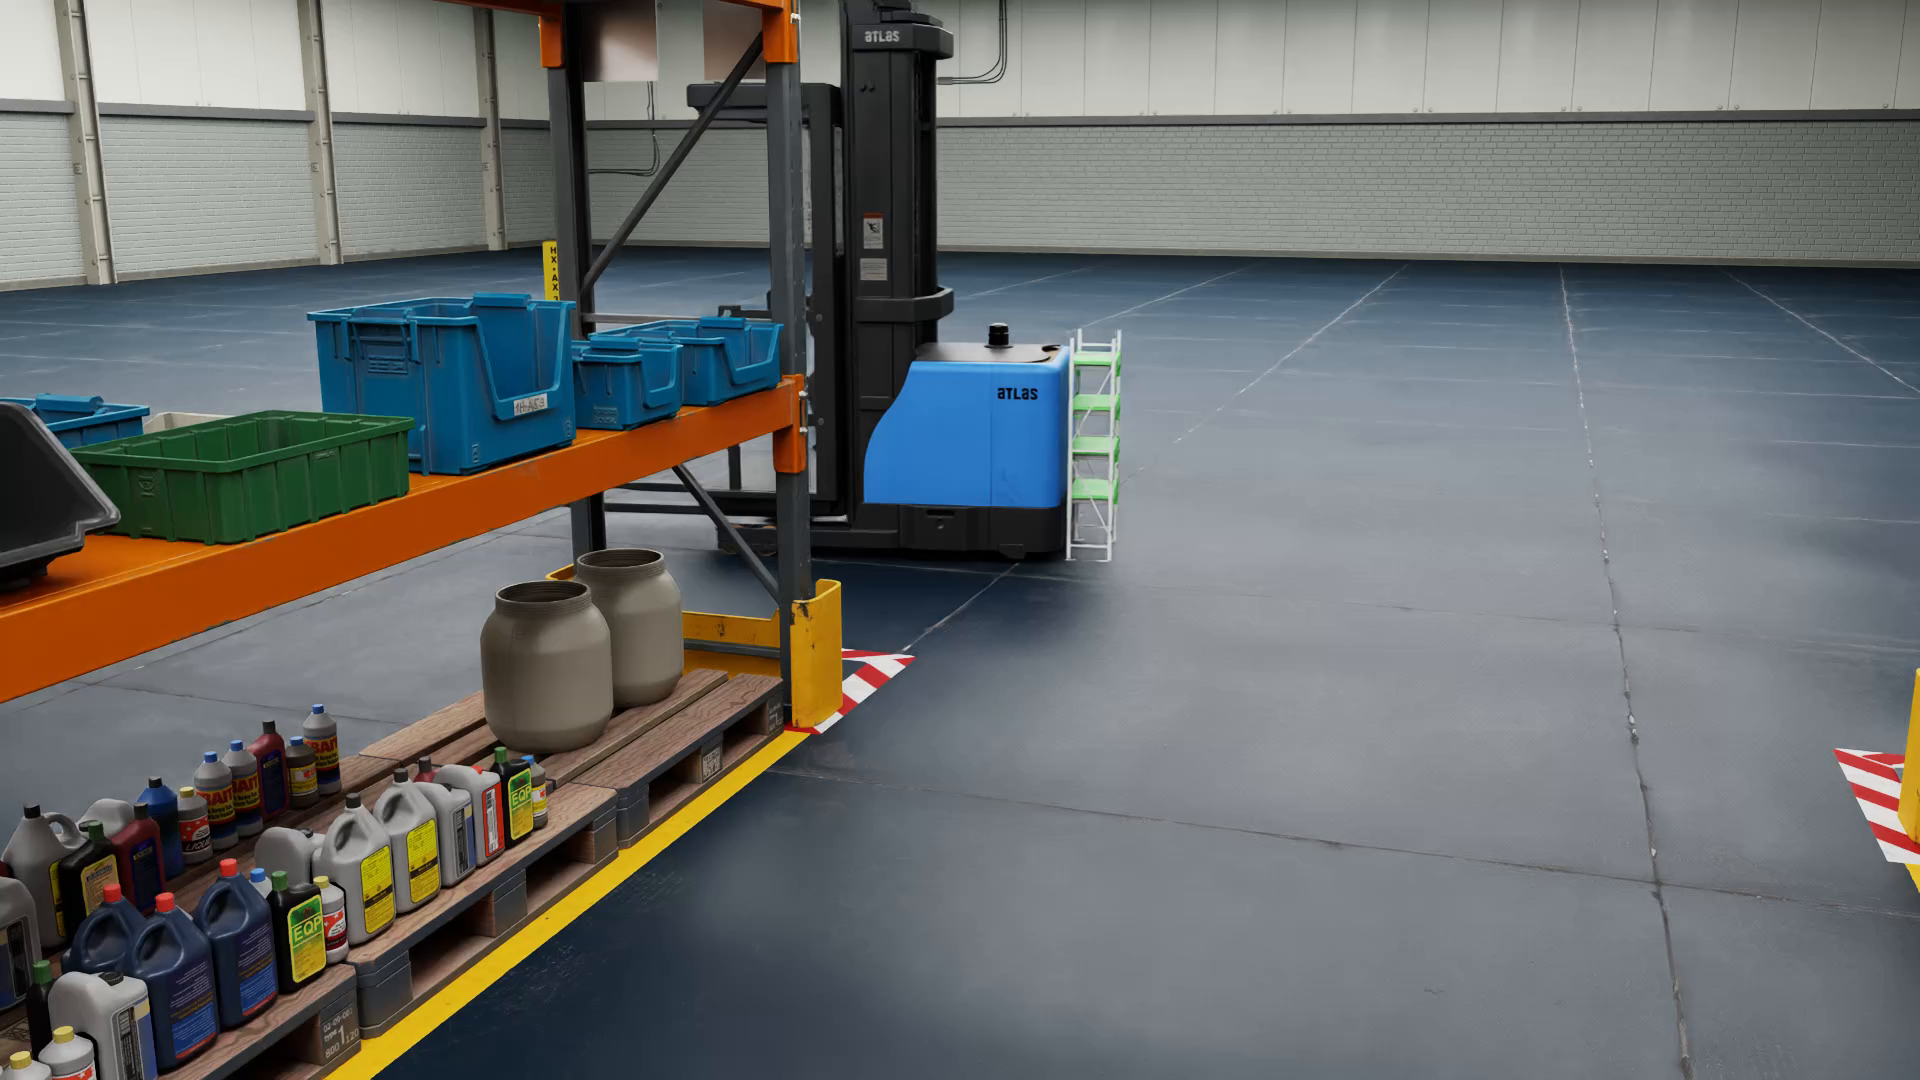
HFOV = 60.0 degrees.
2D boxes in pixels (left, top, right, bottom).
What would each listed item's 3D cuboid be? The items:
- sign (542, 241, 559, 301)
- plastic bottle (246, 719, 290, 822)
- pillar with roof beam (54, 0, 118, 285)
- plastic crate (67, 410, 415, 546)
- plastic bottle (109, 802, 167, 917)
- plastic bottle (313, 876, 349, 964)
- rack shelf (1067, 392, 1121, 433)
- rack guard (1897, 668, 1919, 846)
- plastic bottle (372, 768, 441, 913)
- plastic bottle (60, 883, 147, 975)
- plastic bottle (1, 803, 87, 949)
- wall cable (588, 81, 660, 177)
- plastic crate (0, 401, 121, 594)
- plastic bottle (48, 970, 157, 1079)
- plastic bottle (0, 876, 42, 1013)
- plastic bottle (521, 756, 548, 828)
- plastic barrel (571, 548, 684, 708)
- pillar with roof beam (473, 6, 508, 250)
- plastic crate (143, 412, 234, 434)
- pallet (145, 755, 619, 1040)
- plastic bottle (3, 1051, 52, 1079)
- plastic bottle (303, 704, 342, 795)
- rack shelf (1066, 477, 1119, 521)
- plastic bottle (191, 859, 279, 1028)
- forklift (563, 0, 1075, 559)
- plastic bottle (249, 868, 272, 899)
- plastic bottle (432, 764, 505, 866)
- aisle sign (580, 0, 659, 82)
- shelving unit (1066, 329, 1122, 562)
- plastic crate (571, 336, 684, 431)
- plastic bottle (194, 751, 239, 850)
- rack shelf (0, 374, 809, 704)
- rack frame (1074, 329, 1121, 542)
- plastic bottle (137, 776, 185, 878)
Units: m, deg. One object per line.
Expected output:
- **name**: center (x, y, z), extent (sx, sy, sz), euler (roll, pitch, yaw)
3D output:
- **sign**: center (-1.596, -1.014, 6.567), extent (0.100, 0.325, 0.005), euler (4, 14, 18)
- **plastic bottle**: center (-2.049, 0.677, 4.896), extent (0.061, 0.283, 0.133), euler (5, 14, 19)
- **pillar with roof beam**: center (-11.019, -8.588, 26.892), extent (9.100, 9.000, 0.400), euler (4, 14, 18)
- **plastic crate**: center (-1.665, -0.158, 3.917), extent (0.450, 0.188, 0.662), euler (4, 14, 18)
- **plastic bottle**: center (-2.111, 0.823, 4.259), extent (0.061, 0.283, 0.133), euler (4, 14, 18)
- **plastic bottle**: center (-1.542, 0.916, 4.034), extent (0.097, 0.201, 0.097), euler (0, 13, 0)
- **rack shelf**: center (0.734, -0.696, 9.050), extent (0.258, 0.148, 0.480), euler (2, 13, 8)
- **rack guard**: center (3.617, 0.733, 5.154), extent (1.175, 0.500, 0.348), euler (4, 14, 18)
- **plastic bottle**: center (-1.458, 0.772, 4.327), extent (0.144, 0.351, 0.185), euler (5, 14, 21)
- **plastic bottle**: center (-1.853, 0.930, 3.635), extent (0.144, 0.351, 0.185), euler (4, 14, 18)
- **plastic bottle**: center (-2.269, 0.816, 4.136), extent (0.144, 0.351, 0.185), euler (4, 14, 18)
- **wall cable**: center (-9.005, -10.436, 41.966), extent (3.097, 2.526, 0.112), euler (4, 14, 18)
- **plastic crate**: center (-2.081, -0.067, 3.180), extent (0.767, 0.338, 0.504), euler (4, 14, 18)
- **plastic bottle**: center (-1.774, 1.012, 3.447), extent (0.152, 0.276, 0.135), euler (5, 14, 20)
- **plastic bottle**: center (-2.225, 0.926, 3.823), extent (0.152, 0.276, 0.135), euler (4, 14, 18)
- **plastic bottle**: center (-1.256, 0.730, 4.850), extent (0.097, 0.201, 0.097), euler (0, 13, 0)
- **plastic barrel**: center (-1.217, 0.314, 6.019), extent (0.421, 0.512, 0.421), euler (0, 13, 0)
- **pillar with roof beam**: center (-7.136, -11.115, 37.962), extent (9.100, 9.000, 0.400), euler (4, 14, 18)
- **plastic crate**: center (-2.085, -0.228, 4.337), extent (0.530, 0.136, 0.437), euler (4, 14, 18)
- **pallet**: center (-1.721, 0.967, 4.776), extent (1.003, 0.211, 1.213), euler (4, 14, 18)
- **plastic bottle**: center (-1.820, 1.097, 3.242), extent (0.097, 0.201, 0.097), euler (0, 13, 0)
- **plastic bottle**: center (-1.958, 0.637, 5.100), extent (0.097, 0.271, 0.097), euler (0, 13, 0)
- **rack shelf**: center (0.733, -0.228, 9.157), extent (0.258, 0.148, 0.480), euler (2, 13, 8)
- **plastic bottle**: center (-1.656, 0.901, 3.764), extent (0.144, 0.351, 0.185), euler (4, 13, 16)
- **forklift**: center (-0.890, -1.455, 9.274), extent (3.031, 2.935, 1.130), euler (2, 13, 8)
- **plastic bottle**: center (-1.644, 0.906, 3.920), extent (0.097, 0.271, 0.097), euler (0, 13, 0)
- **plastic bottle**: center (-1.363, 0.744, 4.618), extent (0.152, 0.276, 0.135), euler (4, 14, 19)
- **aisle sign**: center (-1.331, -2.142, 6.289), extent (0.394, 0.787, 0.004), euler (4, 14, 18)
- **shelving unit**: center (0.734, -0.525, 9.090), extent (0.258, 1.200, 0.503), euler (2, 13, 8)
- **plastic crate**: center (-1.171, -0.503, 5.283), extent (0.499, 0.251, 0.408), euler (4, 14, 18)
- **plastic bottle**: center (-2.101, 0.730, 4.692), extent (0.097, 0.271, 0.097), euler (0, 13, 0)
- **rack shelf**: center (-1.724, -0.066, 4.655), extent (1.077, 0.370, 4.000), euler (4, 14, 18)
- **rack frame**: center (0.770, -0.578, 9.325), extent (0.240, 1.200, 0.015), euler (2, 13, 8)
- **plastic bottle**: center (-2.167, 0.773, 4.505), extent (0.097, 0.271, 0.097), euler (0, 13, 0)
